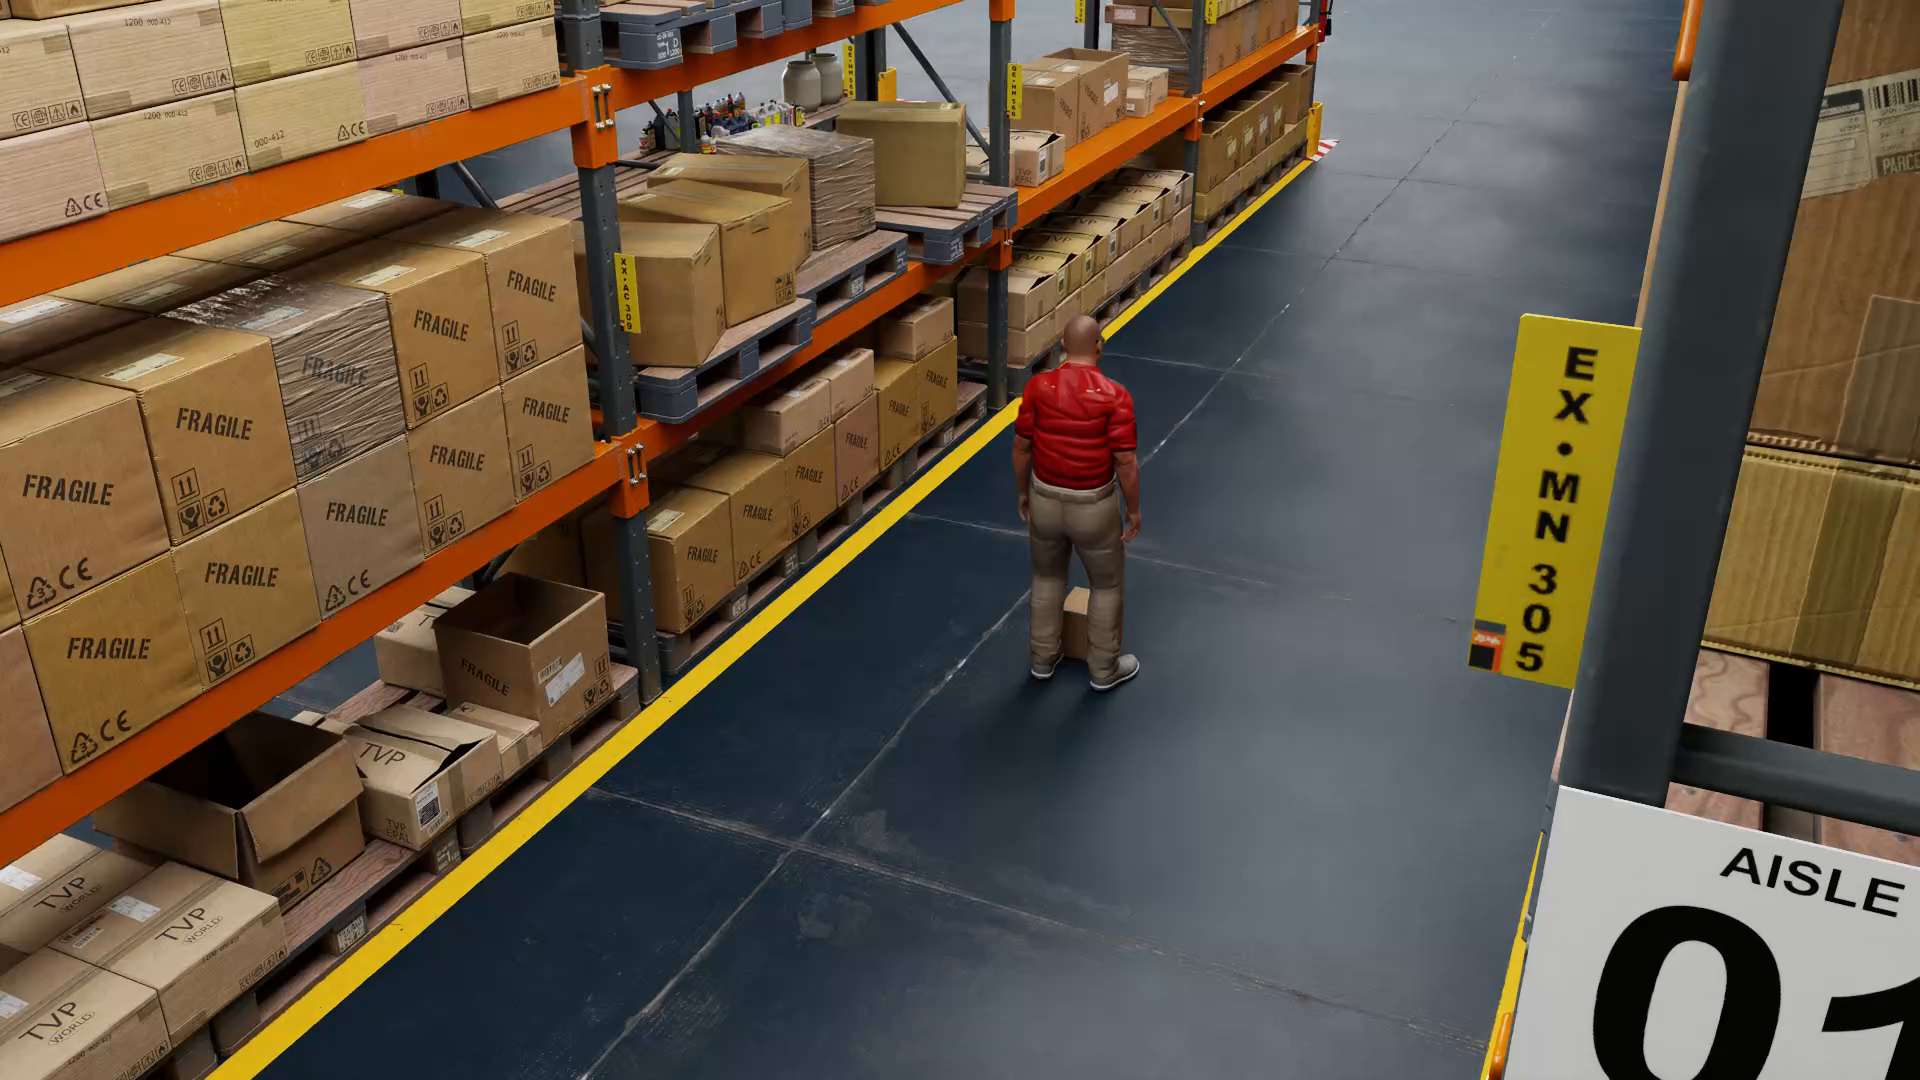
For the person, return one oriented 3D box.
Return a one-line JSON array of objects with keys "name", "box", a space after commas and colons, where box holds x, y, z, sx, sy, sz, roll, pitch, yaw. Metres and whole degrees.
[{"name": "person", "box": [0.524, -0.155, 7.446, 0.587, 1.726, 0.384, 11, 28, 22]}]
